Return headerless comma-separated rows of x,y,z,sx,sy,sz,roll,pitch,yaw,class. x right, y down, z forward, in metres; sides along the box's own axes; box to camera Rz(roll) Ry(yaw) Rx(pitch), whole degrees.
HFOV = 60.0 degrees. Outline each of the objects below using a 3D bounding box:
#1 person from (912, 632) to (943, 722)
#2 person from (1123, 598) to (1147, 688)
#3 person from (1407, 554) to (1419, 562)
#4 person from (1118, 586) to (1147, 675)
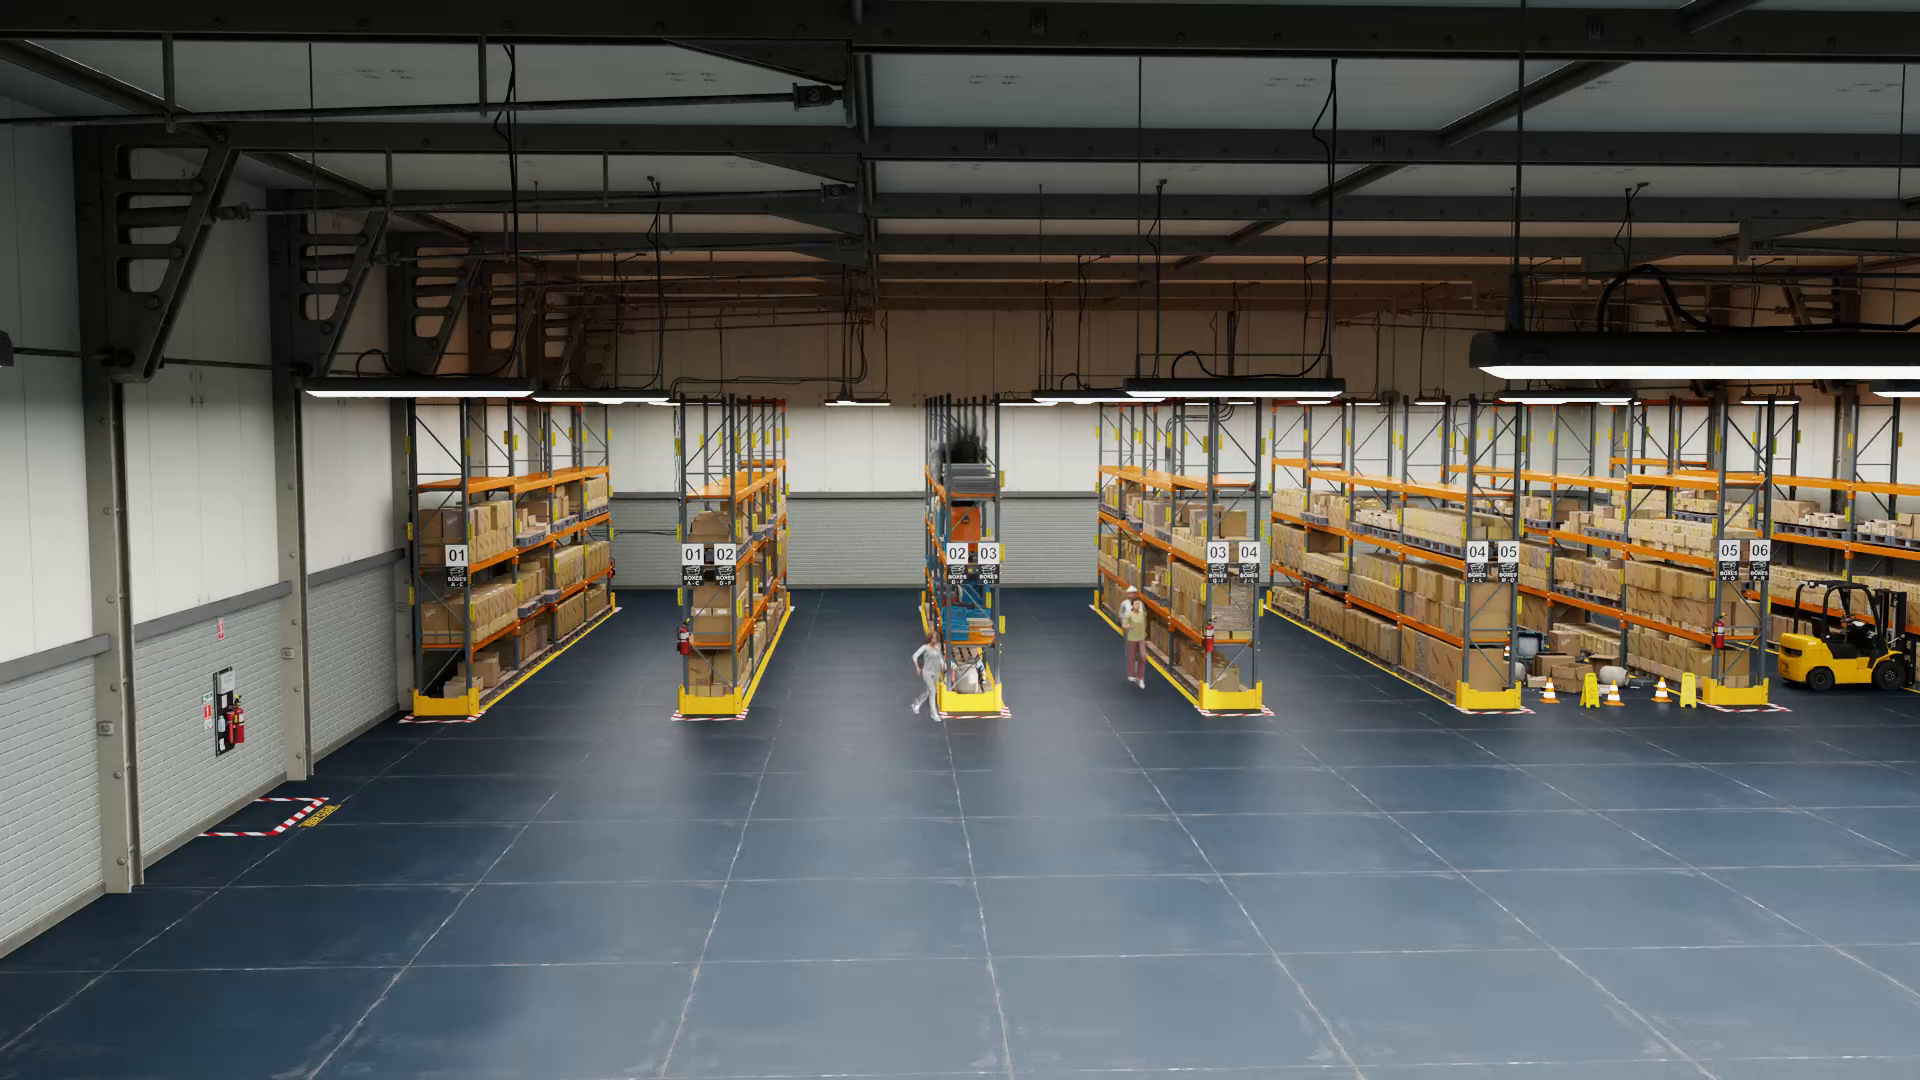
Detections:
-0.531,2.498,30.661,0.566,1.581,0.807,-4,6,-42,person
3.482,2.026,32.792,0.558,1.758,0.652,-1,5,-14,person
13.355,1.025,49.397,0.598,1.576,0.651,1,5,7,person
3.581,1.875,34.261,0.642,1.834,0.651,0,5,-5,person
